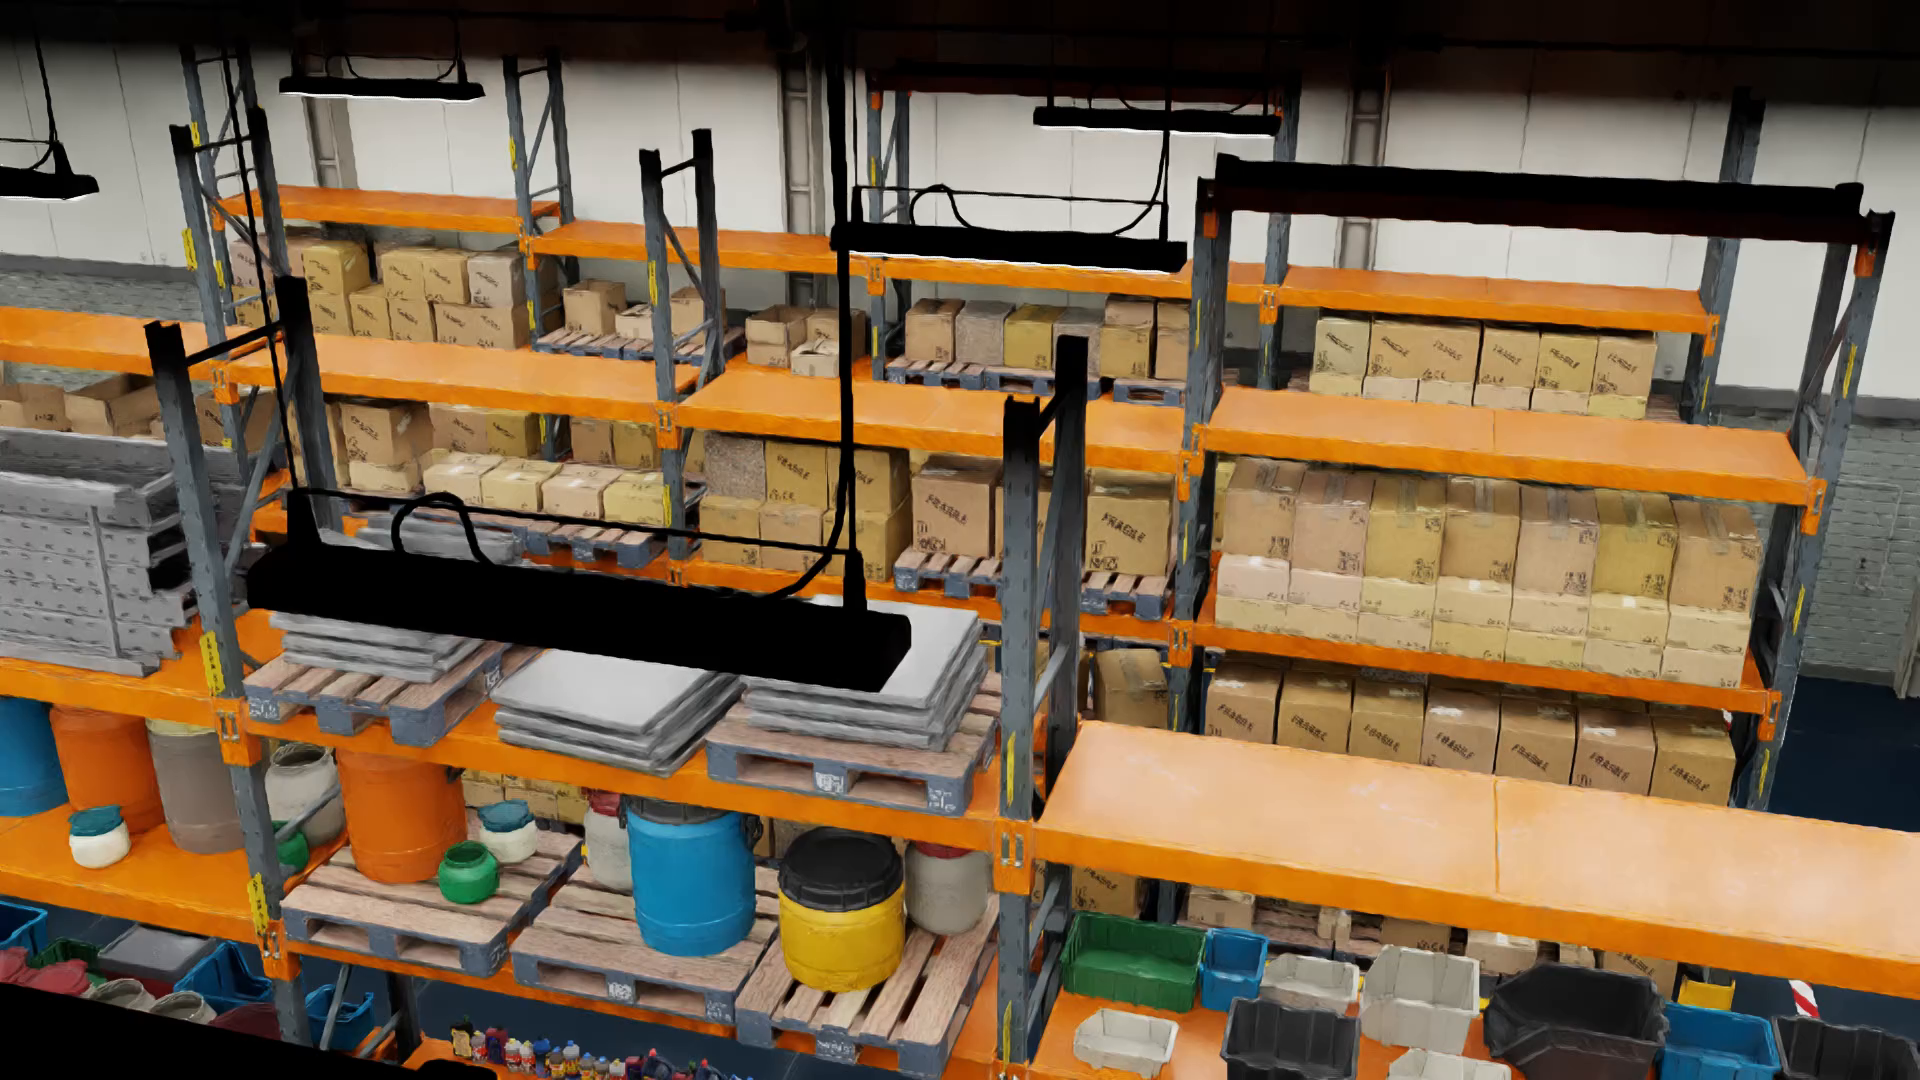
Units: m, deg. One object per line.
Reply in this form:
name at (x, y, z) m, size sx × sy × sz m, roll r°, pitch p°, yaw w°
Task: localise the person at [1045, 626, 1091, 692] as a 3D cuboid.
person at (1.003, 1.360, 15.289) m, size 0.538 × 1.710 × 0.683 m, roll 6°, pitch 23°, yaw 13°
